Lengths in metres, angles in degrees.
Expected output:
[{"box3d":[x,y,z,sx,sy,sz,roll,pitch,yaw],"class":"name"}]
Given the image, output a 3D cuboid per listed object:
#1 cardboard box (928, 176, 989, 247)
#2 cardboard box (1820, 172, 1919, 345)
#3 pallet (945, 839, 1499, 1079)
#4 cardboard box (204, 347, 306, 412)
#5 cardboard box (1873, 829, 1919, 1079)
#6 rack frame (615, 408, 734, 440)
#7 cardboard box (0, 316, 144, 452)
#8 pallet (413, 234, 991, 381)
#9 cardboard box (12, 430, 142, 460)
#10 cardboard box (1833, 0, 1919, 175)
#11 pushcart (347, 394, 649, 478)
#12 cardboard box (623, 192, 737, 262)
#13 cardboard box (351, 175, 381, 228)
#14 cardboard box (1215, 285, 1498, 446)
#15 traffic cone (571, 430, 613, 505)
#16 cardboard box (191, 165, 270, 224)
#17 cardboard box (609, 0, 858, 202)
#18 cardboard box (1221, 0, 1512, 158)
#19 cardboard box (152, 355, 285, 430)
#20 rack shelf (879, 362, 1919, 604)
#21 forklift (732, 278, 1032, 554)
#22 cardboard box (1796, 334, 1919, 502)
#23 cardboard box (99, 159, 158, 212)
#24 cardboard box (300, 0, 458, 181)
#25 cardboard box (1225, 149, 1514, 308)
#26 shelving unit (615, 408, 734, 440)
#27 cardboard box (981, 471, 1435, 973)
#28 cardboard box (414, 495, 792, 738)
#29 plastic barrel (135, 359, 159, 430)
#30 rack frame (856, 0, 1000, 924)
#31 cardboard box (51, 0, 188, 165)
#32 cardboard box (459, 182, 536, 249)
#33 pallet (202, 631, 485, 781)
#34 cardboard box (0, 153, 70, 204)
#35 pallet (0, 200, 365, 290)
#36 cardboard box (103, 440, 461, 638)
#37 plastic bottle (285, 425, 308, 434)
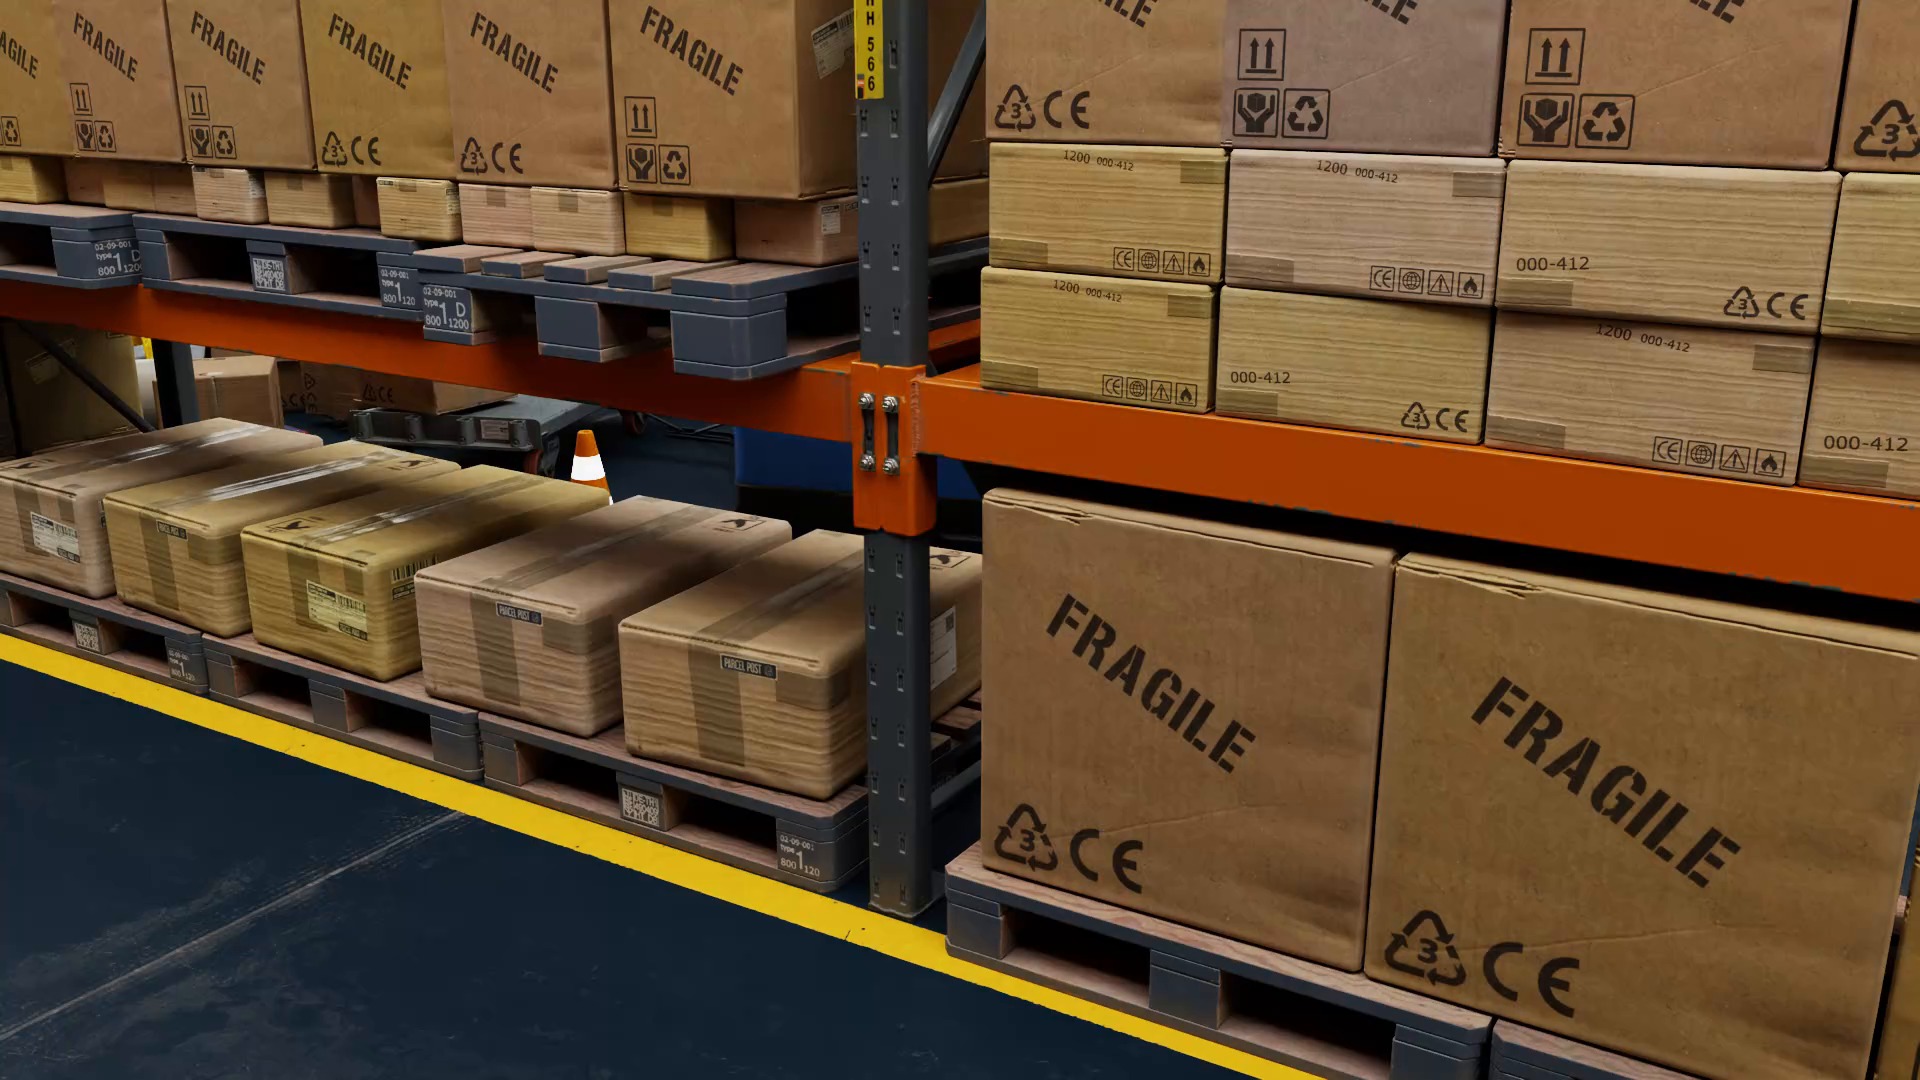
[{"box3d":[-0.084,-0.843,4.204,0.250,0.149,0.380,9,19,27],"class":"cardboard box"},{"box3d":[1.682,-0.457,2.624,0.500,0.250,0.500,11,20,31],"class":"cardboard box"},{"box3d":[0.728,0.806,3.863,1.213,0.211,1.003,10,20,30],"class":"pallet"},{"box3d":[-3.900,-1.049,9.467,0.637,0.503,0.797,-2,17,-8],"class":"cardboard box"},{"box3d":[2.160,0.548,2.850,0.875,0.875,0.875,11,20,32],"class":"cardboard box"},{"box3d":[-0.937,-0.531,8.151,1.500,0.032,0.500,8,-8,24],"class":"rack frame"},{"box3d":[-3.674,-0.676,6.662,0.500,0.500,0.500,11,20,33],"class":"cardboard box"},{"box3d":[-0.567,-0.657,4.212,1.003,0.211,1.213,10,20,30],"class":"pallet"},{"box3d":[-3.674,-0.317,6.771,0.500,0.250,0.500,9,19,28],"class":"cardboard box"},{"box3d":[1.677,-0.824,2.540,0.500,0.500,0.500,10,20,31],"class":"cardboard box"},{"box3d":[-2.162,-0.592,8.182,0.936,0.377,1.648,3,17,11],"class":"pushcart"},{"box3d":[-0.573,-0.762,3.937,0.250,0.149,0.380,10,20,31],"class":"cardboard box"},{"box3d":[-1.411,-0.937,4.514,0.250,0.149,0.380,10,20,30],"class":"cardboard box"},{"box3d":[0.828,-0.384,3.243,0.500,0.250,0.500,9,19,28],"class":"cardboard box"},{"box3d":[-1.523,-0.219,6.806,0.334,0.463,0.336,10,20,30],"class":"traffic cone"},{"box3d":[-1.911,-0.988,4.683,0.250,0.149,0.380,11,20,32],"class":"cardboard box"},{"box3d":[-0.437,-1.058,3.796,0.500,0.500,0.500,9,19,28],"class":"cardboard box"},{"box3d":[0.816,-0.984,3.067,0.500,0.500,0.500,10,20,30],"class":"cardboard box"},{"box3d":[-3.514,-0.580,7.926,0.500,0.500,0.500,-6,18,-18],"class":"cardboard box"},{"box3d":[1.800,-0.018,3.017,4.000,0.370,1.077,10,20,30],"class":"rack shelf"},{"box3d":[0.669,-1.371,6.352,3.031,2.935,1.130,4,17,12],"class":"forklift"},{"box3d":[1.694,-0.229,2.731,0.500,0.250,0.500,10,20,30],"class":"cardboard box"},{"box3d":[-2.320,-1.079,4.983,0.250,0.149,0.380,10,20,31],"class":"cardboard box"},{"box3d":[-1.314,-1.210,4.298,0.500,0.500,0.500,9,19,26],"class":"cardboard box"},{"box3d":[0.838,-0.617,3.148,0.500,0.250,0.500,11,20,31],"class":"cardboard box"},{"box3d":[-0.841,-1.026,8.218,1.500,1.048,0.538,8,-8,24],"class":"shelving unit"},{"box3d":[0.641,0.275,3.748,0.875,0.875,0.875,10,20,30],"class":"cardboard box"},{"box3d":[-1.013,0.191,4.889,0.625,0.372,0.950,10,19,29],"class":"cardboard box"},{"box3d":[-4.169,-0.711,8.495,0.512,0.421,0.421,-6,18,-18],"class":"plastic barrel"},{"box3d":[0.096,-0.666,3.914,0.127,3.000,1.000,10,20,30],"class":"rack frame"},{"box3d":[-2.222,-1.369,4.821,0.500,0.500,0.500,10,20,30],"class":"cardboard box"},{"box3d":[-1.021,-0.829,4.159,0.250,0.149,0.380,9,19,27],"class":"cardboard box"},{"box3d":[-1.605,0.363,5.324,1.213,0.211,1.003,10,20,30],"class":"pallet"},{"box3d":[-2.799,-1.153,5.226,0.250,0.149,0.380,11,20,31],"class":"cardboard box"},{"box3d":[-2.738,-1.031,5.444,1.213,0.211,1.003,10,20,30],"class":"pallet"},{"box3d":[-2.250,-0.031,5.620,0.625,0.372,0.950,12,20,33],"class":"cardboard box"},{"box3d":[-3.431,-0.530,8.519,0.283,0.061,0.133,14,22,39],"class":"plastic bottle"}]
